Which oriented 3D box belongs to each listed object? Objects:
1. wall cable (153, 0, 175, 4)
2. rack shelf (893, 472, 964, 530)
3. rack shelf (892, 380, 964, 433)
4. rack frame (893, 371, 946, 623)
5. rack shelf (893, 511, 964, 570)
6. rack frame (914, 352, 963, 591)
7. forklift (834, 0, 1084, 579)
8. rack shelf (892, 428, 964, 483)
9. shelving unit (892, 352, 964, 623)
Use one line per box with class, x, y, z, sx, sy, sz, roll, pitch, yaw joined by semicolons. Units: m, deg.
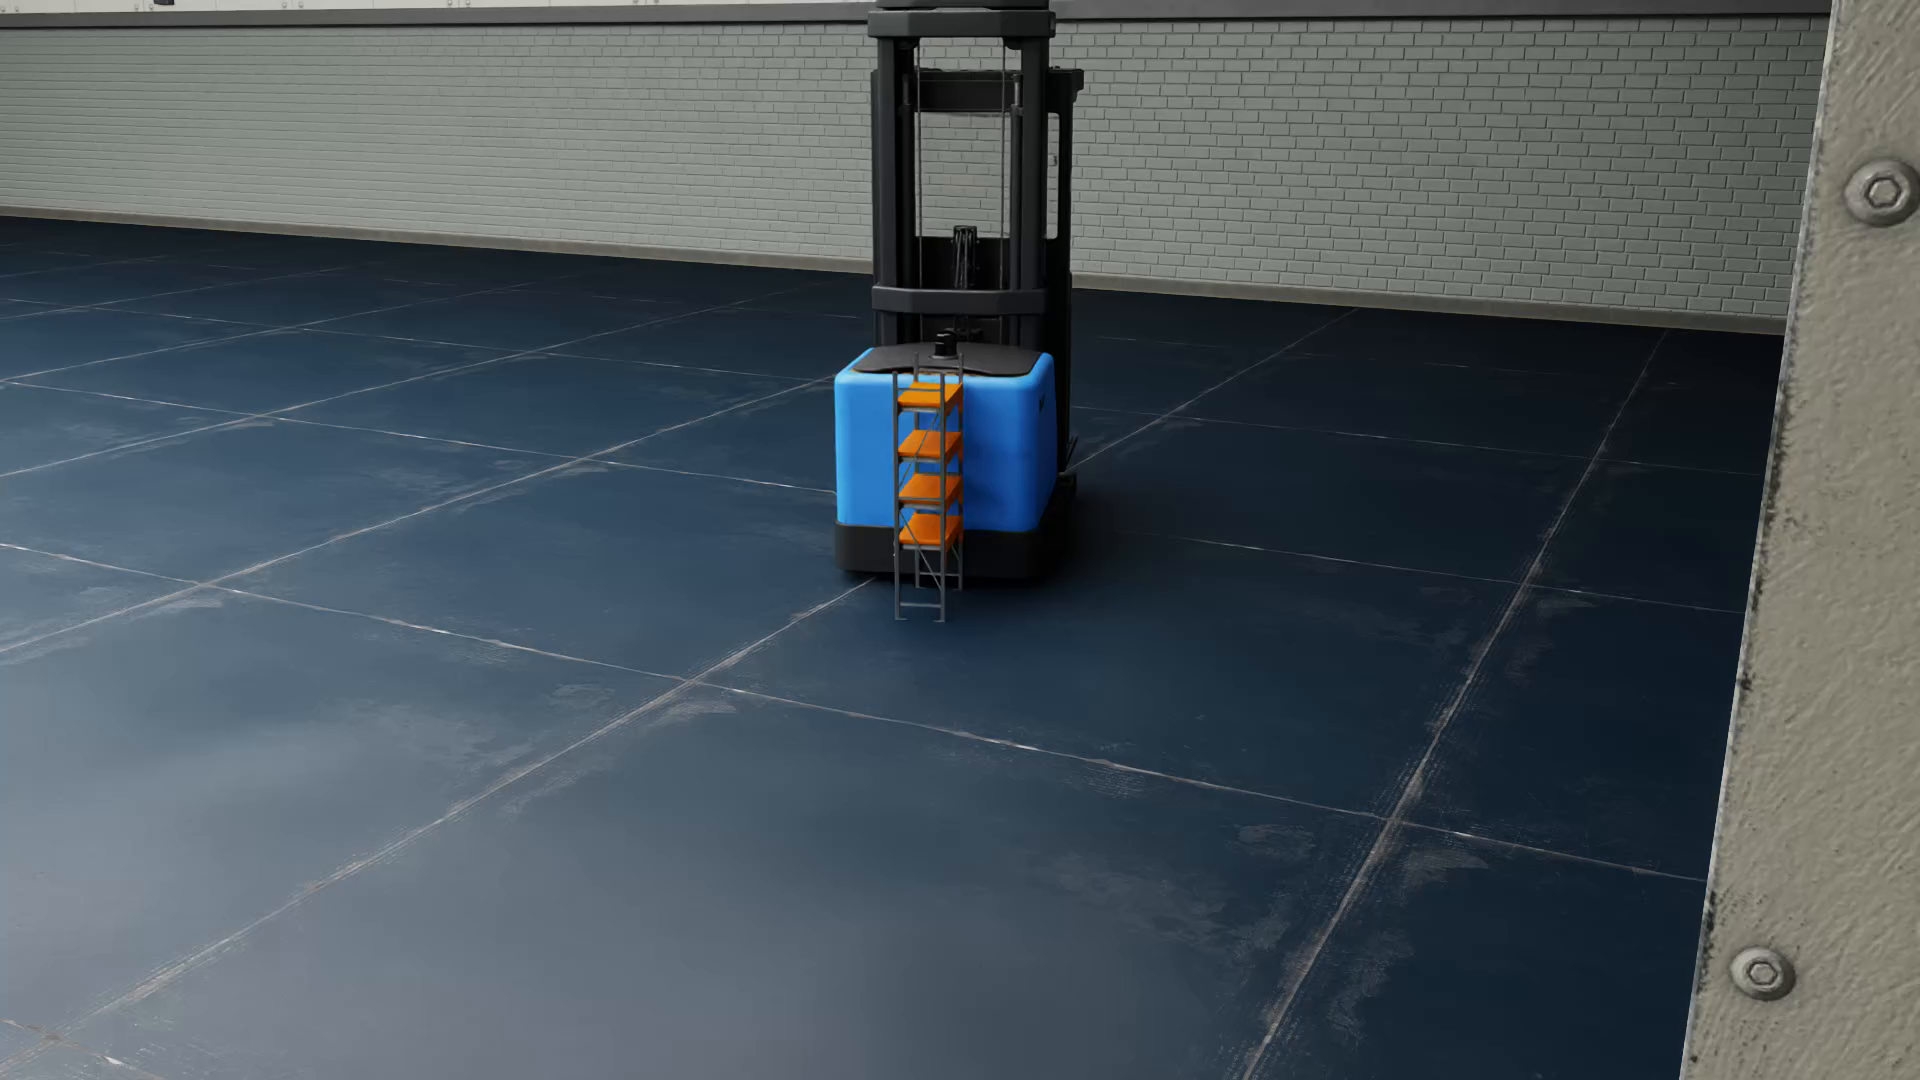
wall cable;-10.593;-10.475;22.691;2.305;6.003;0.169;8;18;25
rack shelf;-0.146;-0.192;7.978;0.258;0.148;0.480;3;17;9
rack shelf;-0.146;-0.633;7.847;0.258;0.148;0.480;3;17;9
rack frame;-0.187;-0.188;7.728;0.240;1.200;0.015;3;17;9
rack shelf;-0.146;-0.002;8.034;0.258;0.148;0.480;3;17;9
rack frame;-0.105;-0.325;8.189;0.240;1.200;0.015;3;17;9
forklift;0.101;-1.587;9.398;1.130;2.935;3.031;3;17;9
rack shelf;-0.146;-0.406;7.914;0.258;0.148;0.480;3;17;9
shelving unit;-0.146;-0.256;7.958;0.258;1.200;0.503;3;17;9
